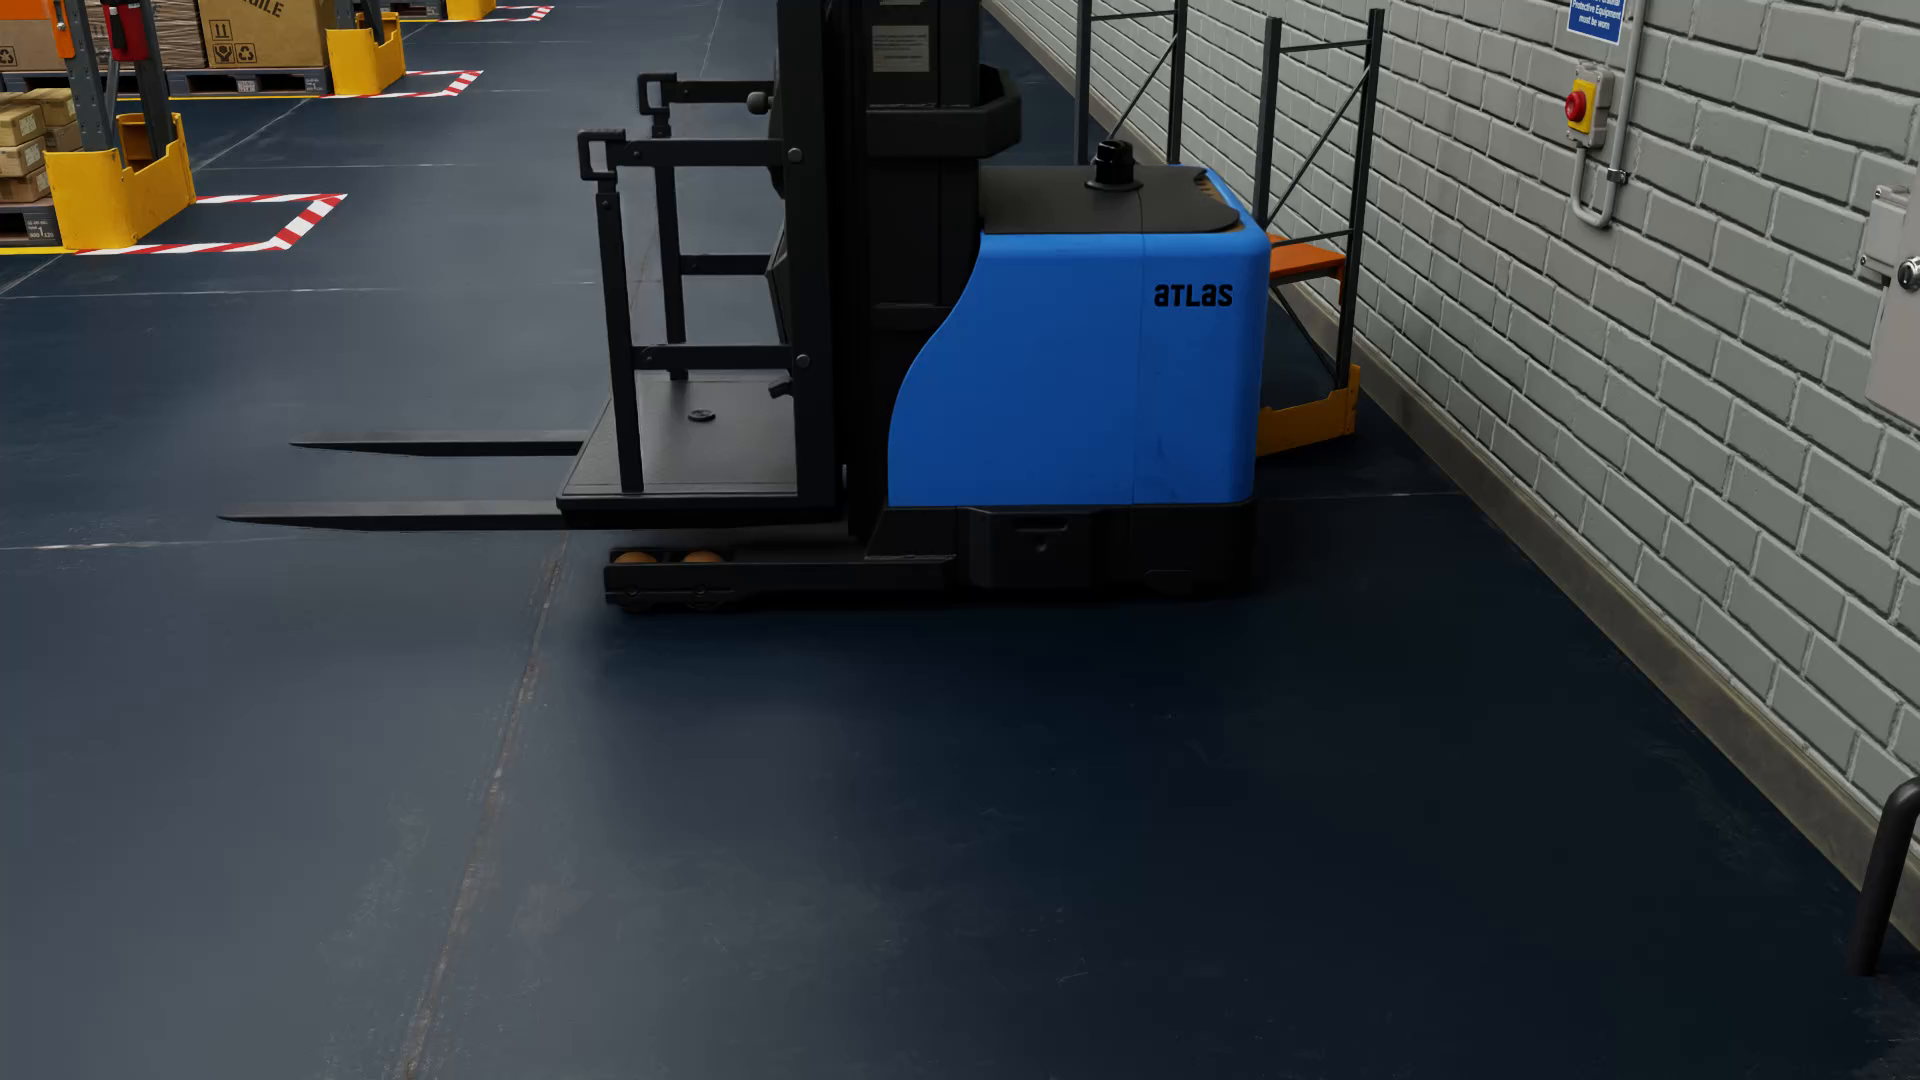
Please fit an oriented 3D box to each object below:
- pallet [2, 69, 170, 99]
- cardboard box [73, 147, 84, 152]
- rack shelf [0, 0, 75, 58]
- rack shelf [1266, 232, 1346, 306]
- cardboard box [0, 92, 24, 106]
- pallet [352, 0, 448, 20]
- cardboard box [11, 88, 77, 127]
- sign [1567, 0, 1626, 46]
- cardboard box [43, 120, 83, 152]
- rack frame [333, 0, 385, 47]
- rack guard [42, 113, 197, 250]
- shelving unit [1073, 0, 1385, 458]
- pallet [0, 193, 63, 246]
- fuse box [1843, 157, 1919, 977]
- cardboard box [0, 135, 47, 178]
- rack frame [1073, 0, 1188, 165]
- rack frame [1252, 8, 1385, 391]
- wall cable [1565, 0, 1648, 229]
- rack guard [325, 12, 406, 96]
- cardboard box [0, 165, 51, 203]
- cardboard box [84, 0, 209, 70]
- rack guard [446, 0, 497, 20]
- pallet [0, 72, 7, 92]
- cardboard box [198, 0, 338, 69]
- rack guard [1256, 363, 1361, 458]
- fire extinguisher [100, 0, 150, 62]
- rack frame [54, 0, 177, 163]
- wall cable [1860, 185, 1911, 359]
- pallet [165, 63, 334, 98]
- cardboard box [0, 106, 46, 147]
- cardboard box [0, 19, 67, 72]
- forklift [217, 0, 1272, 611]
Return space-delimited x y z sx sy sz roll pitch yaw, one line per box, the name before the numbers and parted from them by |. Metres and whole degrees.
pallet | -6.871 -3.744 13.414 1.213 0.211 1.003 -2 24 -5
cardboard box | -5.038 -2.118 9.316 0.250 0.149 0.380 -2 24 -4
rack shelf | -6.475 -2.712 8.544 4.000 0.370 1.077 -2 24 -5
rack shelf | 0.924 -1.043 6.193 0.538 0.185 1.000 -14 28 -29
cardboard box | -5.302 -2.339 9.079 0.250 0.149 0.380 -2 24 -4
pallet | -6.183 -5.840 18.129 1.213 0.211 1.003 -2 24 -5
cardboard box | -5.040 -2.398 9.213 0.250 0.149 0.380 -3 24 -8
sign | 1.767 -1.504 4.608 0.001 0.218 0.327 -2 24 -5
cardboard box | -5.032 -2.229 9.198 0.250 0.149 0.380 -1 24 -3
rack frame | -4.872 -5.130 13.098 0.127 3.000 1.000 -2 24 -5
rack guard | -4.561 -1.975 9.079 0.348 0.500 1.175 -2 24 -5
shelving unit | 0.929 -1.204 6.113 0.587 1.500 1.083 -14 28 -29
pallet | -5.373 -1.825 9.097 1.213 0.211 1.003 -2 24 -5
fuse box | 1.772 0.085 2.952 0.414 1.711 0.539 -2 24 -5
cardboard box | -4.982 -2.009 8.704 0.250 0.149 0.380 -3 24 -7
rack frame | 0.652 -1.382 6.512 0.500 1.500 0.032 -14 28 -29
rack frame | 1.196 -1.033 5.728 0.500 1.500 0.032 -14 28 -29
wall cable | 1.711 -1.837 4.401 0.123 1.953 0.585 -2 24 -5
rack guard | -4.848 -3.988 13.607 0.348 0.500 1.175 -2 24 -5
cardboard box | -4.988 -1.905 8.835 0.250 0.149 0.380 -2 24 -4
cardboard box | -6.407 -4.256 13.232 0.875 0.875 0.875 -2 24 -5
rack guard | -5.336 -5.995 18.123 0.348 0.500 1.175 -2 24 -5
pallet | -8.088 -3.694 13.302 1.213 0.211 1.003 -2 24 -5
cardboard box | -5.501 -4.293 13.314 0.875 0.875 0.875 -2 24 -5
rack guard | 1.196 -0.463 5.983 0.587 0.250 0.087 -14 28 -29
fire extinguisher | -4.189 -2.738 8.272 0.183 0.674 0.296 -2 24 -5
rack frame | -4.485 -3.121 8.578 0.127 3.000 1.000 -2 24 -5
wall cable | 1.862 -1.250 3.118 0.122 1.984 0.588 -2 24 -5
pallet | -5.660 -3.792 13.521 1.213 0.211 1.003 -2 24 -5
cardboard box | -4.987 -2.158 8.673 0.250 0.149 0.380 -2 24 -5
cardboard box | -7.292 -4.221 13.152 0.875 0.875 0.875 -2 24 -5
forklift | -0.666 -1.353 4.685 3.031 2.935 1.130 -1 24 -1
